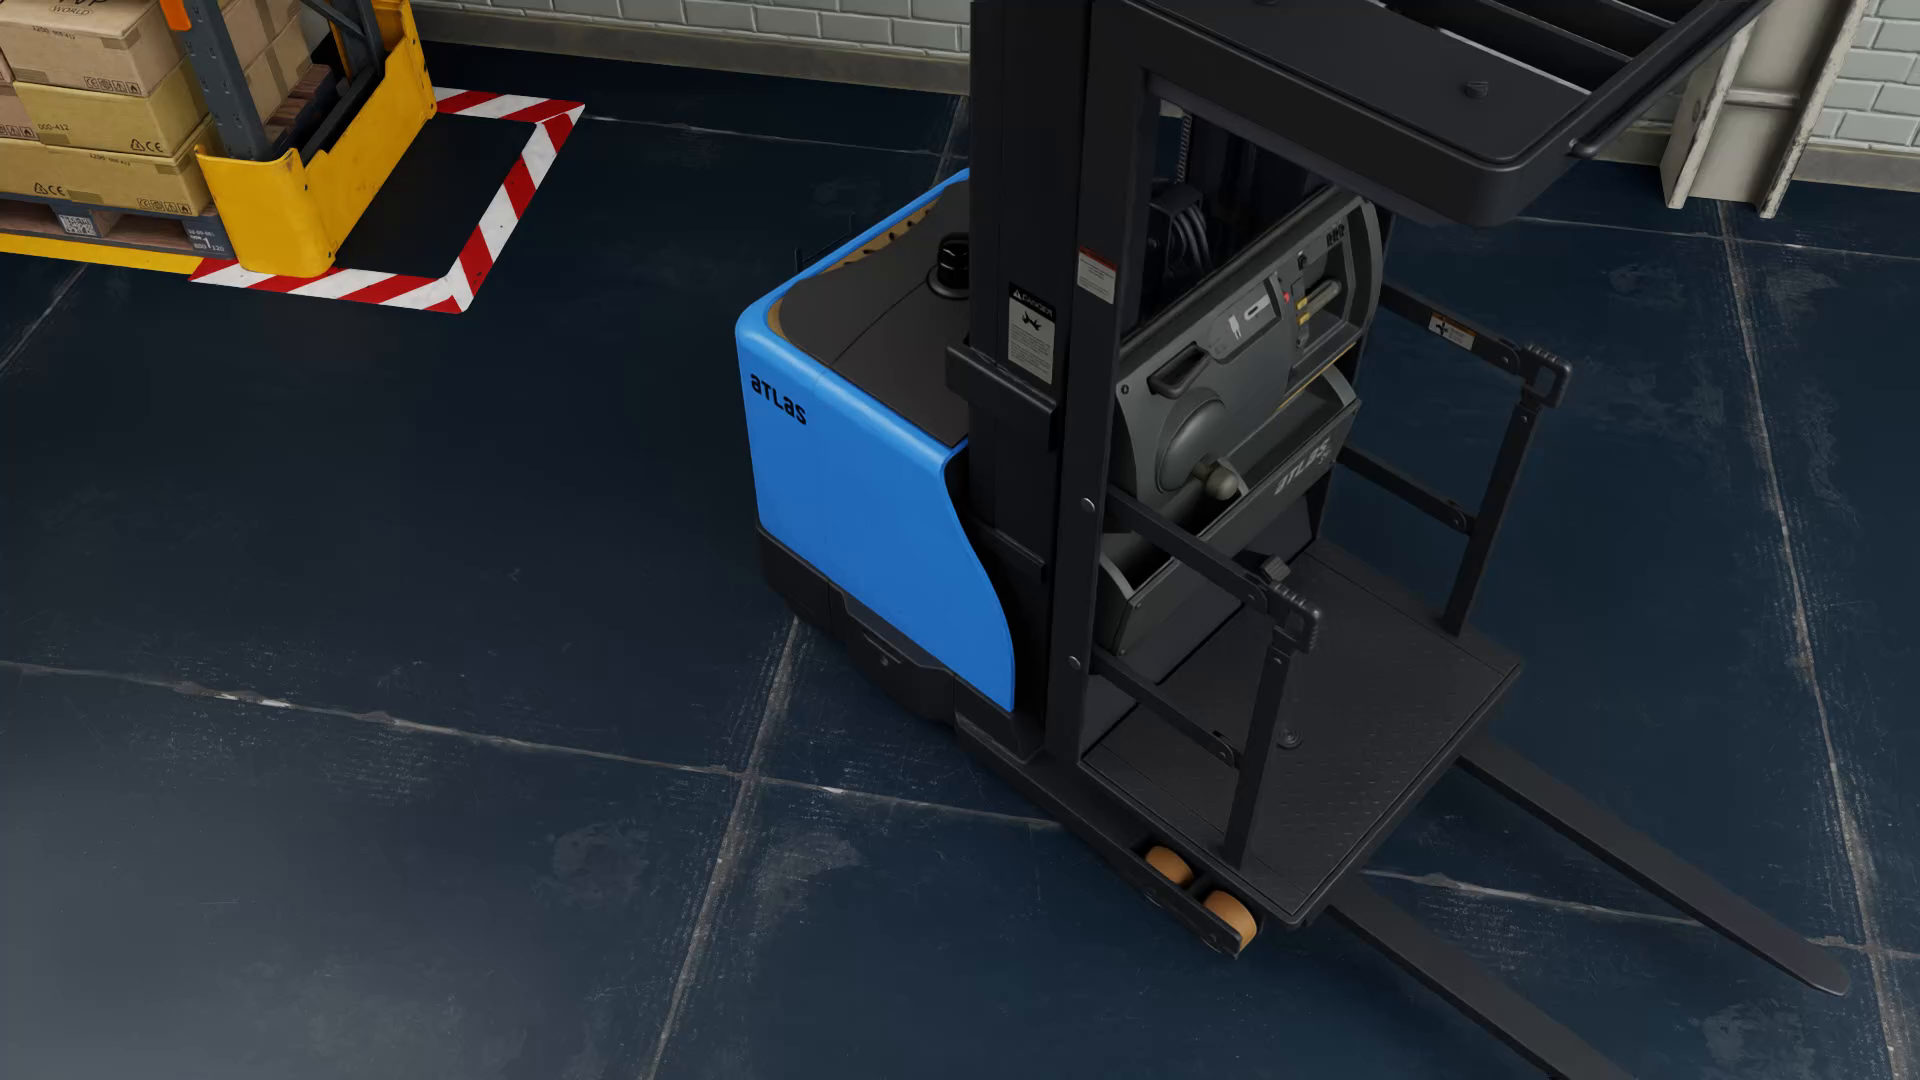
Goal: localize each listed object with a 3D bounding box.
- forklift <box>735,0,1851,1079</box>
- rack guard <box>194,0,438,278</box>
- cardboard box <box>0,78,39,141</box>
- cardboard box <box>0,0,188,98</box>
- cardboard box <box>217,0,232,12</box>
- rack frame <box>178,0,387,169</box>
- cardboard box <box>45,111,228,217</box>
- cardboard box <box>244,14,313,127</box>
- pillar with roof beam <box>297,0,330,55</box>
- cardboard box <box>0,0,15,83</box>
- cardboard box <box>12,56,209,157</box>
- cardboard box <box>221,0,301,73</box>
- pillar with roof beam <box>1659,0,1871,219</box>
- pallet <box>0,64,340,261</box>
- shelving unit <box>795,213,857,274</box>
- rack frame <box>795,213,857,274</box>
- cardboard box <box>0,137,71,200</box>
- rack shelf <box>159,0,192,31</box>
[{"bbox_3d":[0.813,-0.359,3.602,3.031,2.935,1.130,35,57,27],"label":"forklift"},{"bbox_3d":[-2.413,-1.573,6.327,0.348,0.500,1.175,8,49,7],"label":"rack guard"},{"bbox_3d":[-3.463,-1.709,6.000,0.500,0.250,0.500,7,48,6],"label":"cardboard box"},{"bbox_3d":[-2.945,-1.799,5.744,0.500,0.250,0.500,9,49,8],"label":"cardboard box"},{"bbox_3d":[-2.876,-2.169,6.076,0.500,0.250,0.500,7,48,6],"label":"cardboard box"},{"bbox_3d":[-2.437,-2.411,5.400,0.127,3.000,1.000,8,49,7],"label":"rack frame"},{"bbox_3d":[-2.955,-1.464,6.115,0.500,0.250,0.500,8,49,7],"label":"cardboard box"},{"bbox_3d":[-2.885,-1.841,6.454,0.500,0.250,0.500,8,49,7],"label":"cardboard box"},{"bbox_3d":[-3.727,-2.017,1.013,0.400,9.000,9.100,8,49,7],"label":"pillar with roof beam"},{"bbox_3d":[-3.449,-1.863,5.801,0.500,0.250,0.500,8,49,8],"label":"cardboard box"},{"bbox_3d":[-2.971,-1.635,5.933,0.500,0.250,0.500,7,48,6],"label":"cardboard box"},{"bbox_3d":[-2.862,-2.014,6.273,0.500,0.250,0.500,8,49,8],"label":"cardboard box"},{"bbox_3d":[2.177,-1.223,0.299,0.400,9.000,9.100,8,49,7],"label":"pillar with roof beam"},{"bbox_3d":[-3.197,-1.550,6.501,1.213,0.211,1.003,8,49,7],"label":"pallet"},{"bbox_3d":[-0.319,-0.548,5.138,0.210,0.900,0.258,35,57,27],"label":"shelving unit"},{"bbox_3d":[-0.393,-0.600,5.184,0.006,0.900,0.240,35,57,27],"label":"rack frame"},{"bbox_3d":[-3.443,-1.536,6.180,0.500,0.250,0.500,8,49,7],"label":"cardboard box"},{"bbox_3d":[-4.405,-2.435,5.905,4.000,0.370,1.077,8,49,7],"label":"rack shelf"}]
